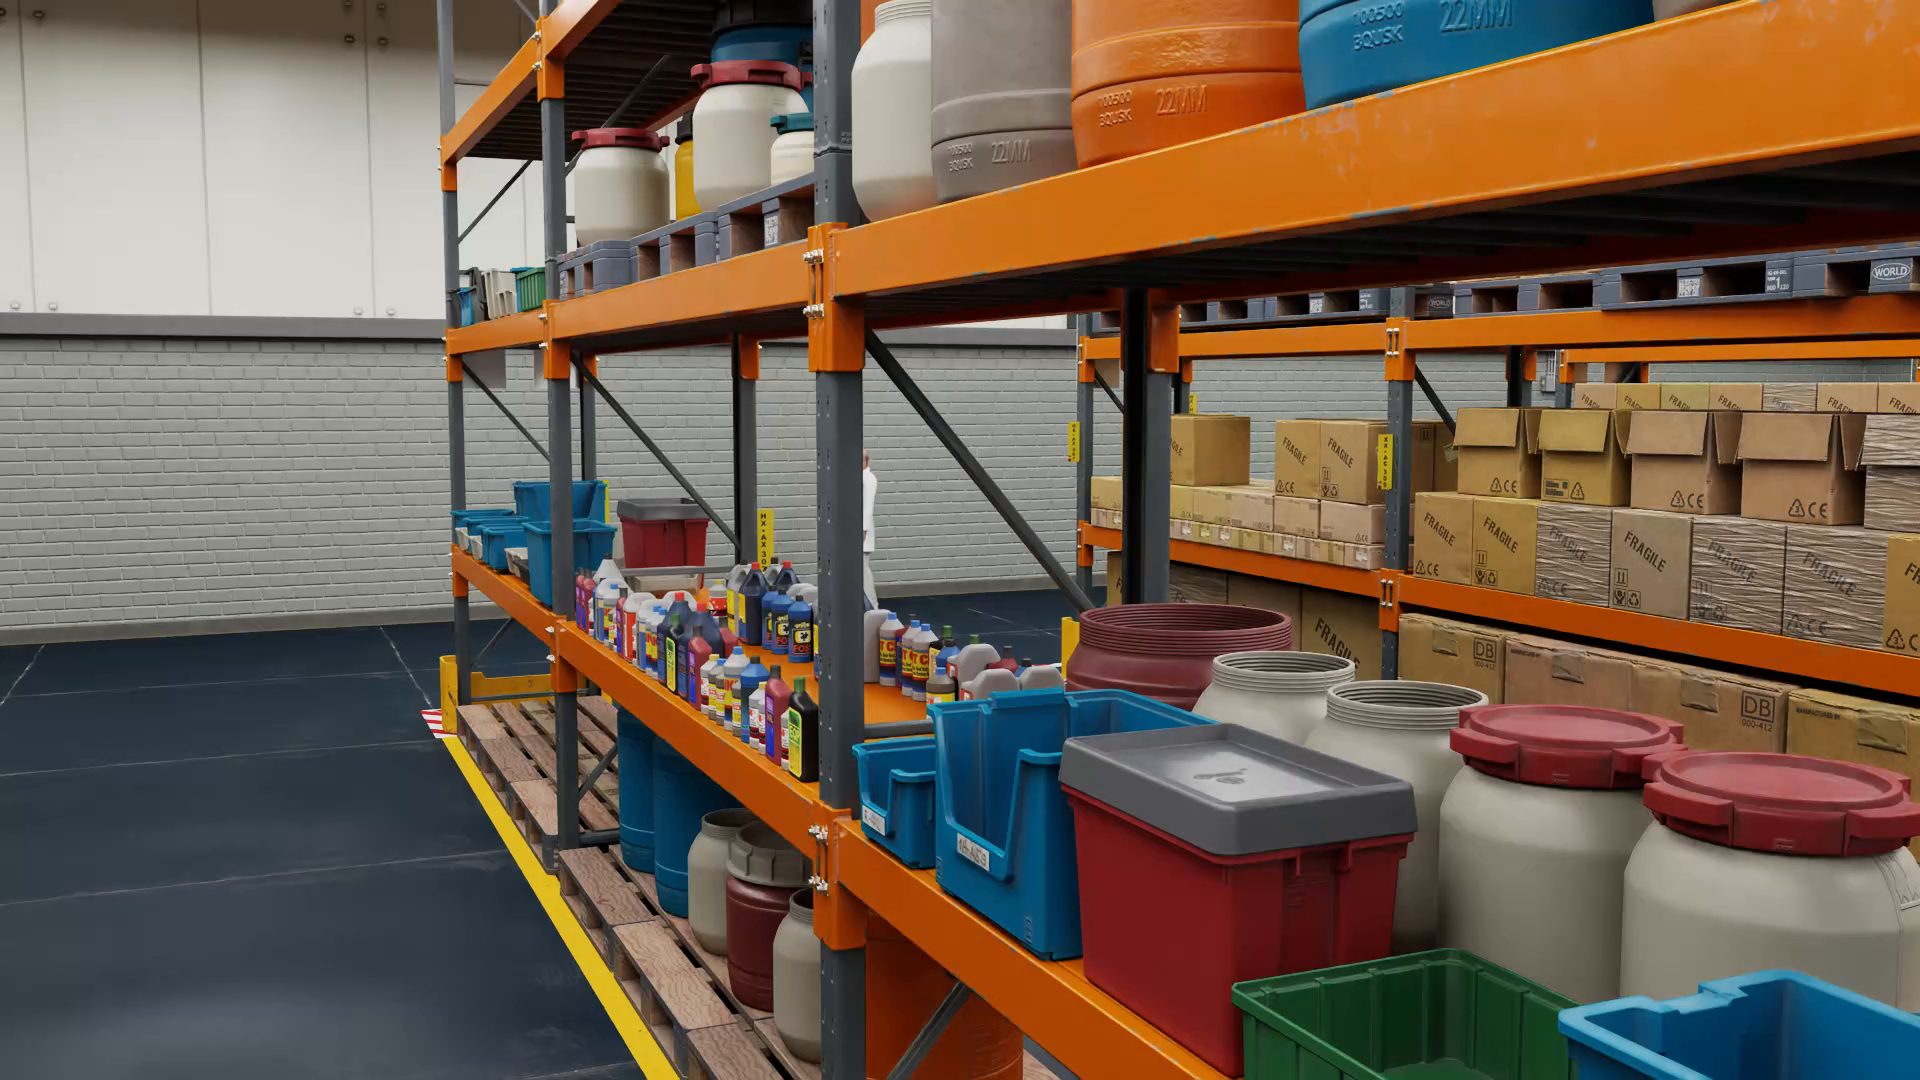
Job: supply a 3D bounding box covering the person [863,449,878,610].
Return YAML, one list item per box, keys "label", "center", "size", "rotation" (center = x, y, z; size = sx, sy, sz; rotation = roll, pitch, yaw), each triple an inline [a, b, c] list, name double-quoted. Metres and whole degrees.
- label: "person"
  center: [-1.089, -0.098, 17.802]
  size: [0.379, 1.773, 0.562]
  rotation: [-2, 6, -23]
